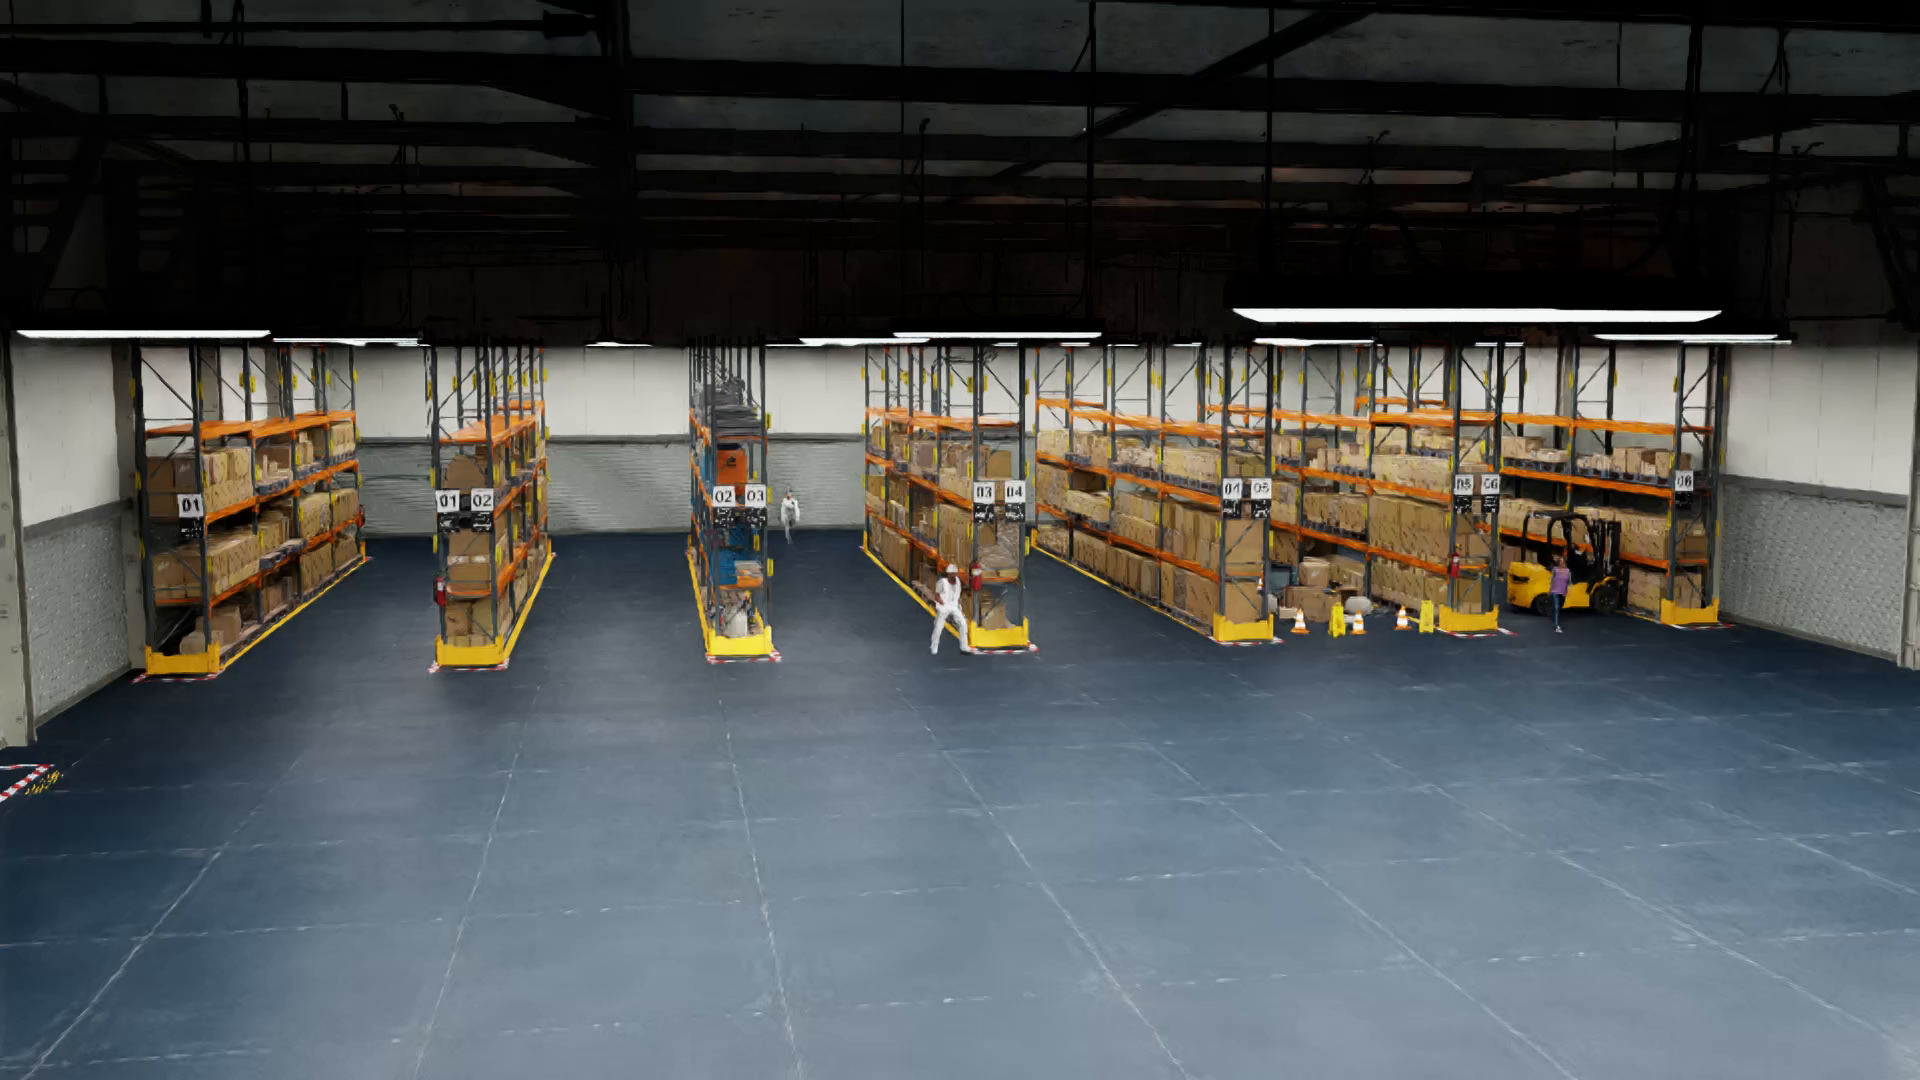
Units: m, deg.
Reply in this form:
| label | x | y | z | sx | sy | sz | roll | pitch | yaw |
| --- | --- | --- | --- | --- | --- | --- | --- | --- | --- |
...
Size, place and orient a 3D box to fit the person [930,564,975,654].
| label | x | y | z | sx | sy | sz | roll | pitch | yaw |
| --- | --- | --- | --- | --- | --- | --- | --- | --- | --- |
| person | -0.204 | 1.293 | 31.184 | 0.698 | 1.719 | 0.792 | -4 | 8 | -30 |

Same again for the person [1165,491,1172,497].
| label | x | y | z | sx | sy | sz | roll | pitch | yaw |
| --- | --- | --- | --- | --- | --- | --- | --- | --- | --- |
| person | 5.938 | -0.645 | 48.193 | 0.515 | 1.673 | 0.630 | -2 | 7 | -14 |

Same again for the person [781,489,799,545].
| label | x | y | z | sx | sy | sz | roll | pitch | yaw |
| --- | --- | --- | --- | --- | --- | --- | --- | --- | --- |
| person | -4.995 | -0.701 | 48.972 | 0.500 | 1.625 | 0.998 | -1 | 7 | -12 |

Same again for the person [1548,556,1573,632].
| label | x | y | z | sx | sy | sz | roll | pitch | yaw |
| --- | --- | --- | --- | --- | --- | --- | --- | --- | --- |
| person | 12.222 | 1.071 | 33.862 | 0.410 | 1.529 | 0.953 | 0 | 7 | -1 |
